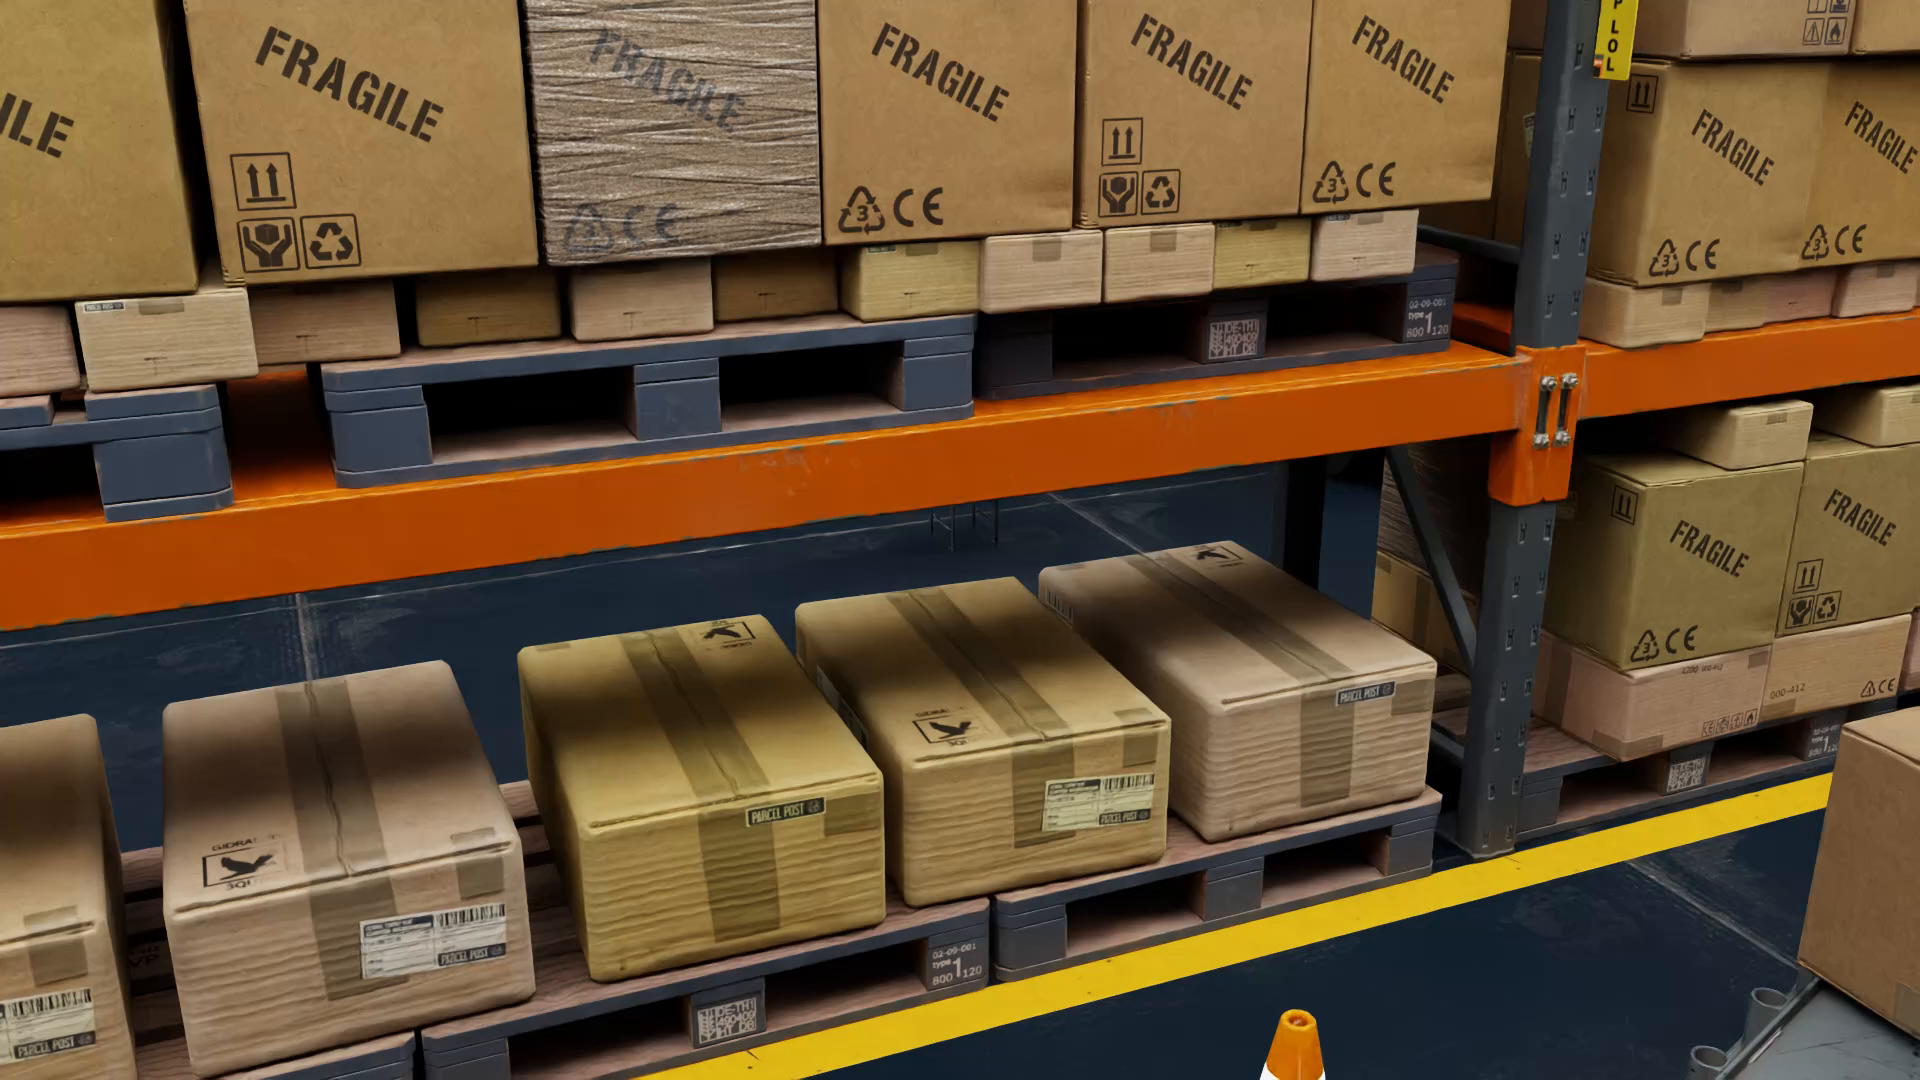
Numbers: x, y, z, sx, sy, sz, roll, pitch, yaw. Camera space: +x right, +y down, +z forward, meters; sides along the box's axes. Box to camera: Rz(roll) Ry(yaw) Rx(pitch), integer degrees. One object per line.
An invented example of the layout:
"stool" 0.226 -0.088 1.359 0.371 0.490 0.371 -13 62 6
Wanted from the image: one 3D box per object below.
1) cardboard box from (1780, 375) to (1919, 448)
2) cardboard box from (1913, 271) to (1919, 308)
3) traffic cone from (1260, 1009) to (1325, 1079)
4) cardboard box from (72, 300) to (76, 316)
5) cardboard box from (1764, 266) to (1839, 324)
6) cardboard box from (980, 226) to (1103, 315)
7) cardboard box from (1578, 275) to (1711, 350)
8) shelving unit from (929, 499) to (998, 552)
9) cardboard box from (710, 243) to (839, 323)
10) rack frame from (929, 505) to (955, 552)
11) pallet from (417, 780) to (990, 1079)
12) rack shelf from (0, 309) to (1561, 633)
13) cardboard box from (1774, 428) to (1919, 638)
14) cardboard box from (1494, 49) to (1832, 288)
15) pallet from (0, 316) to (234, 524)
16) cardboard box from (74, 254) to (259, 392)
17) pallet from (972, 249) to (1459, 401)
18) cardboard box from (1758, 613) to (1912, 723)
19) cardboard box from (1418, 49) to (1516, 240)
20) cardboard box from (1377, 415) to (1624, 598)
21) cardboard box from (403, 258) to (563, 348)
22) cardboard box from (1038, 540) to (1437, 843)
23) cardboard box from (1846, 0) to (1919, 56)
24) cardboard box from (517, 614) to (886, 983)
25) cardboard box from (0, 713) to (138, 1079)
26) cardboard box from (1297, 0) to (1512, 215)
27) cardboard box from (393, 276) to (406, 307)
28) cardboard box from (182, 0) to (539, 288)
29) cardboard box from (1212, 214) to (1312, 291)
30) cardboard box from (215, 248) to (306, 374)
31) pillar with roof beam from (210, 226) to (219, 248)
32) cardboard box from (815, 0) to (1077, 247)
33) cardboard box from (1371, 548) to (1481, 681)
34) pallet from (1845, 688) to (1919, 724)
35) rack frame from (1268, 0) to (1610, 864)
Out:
"cardboard box" 2.419 -0.380 4.487 0.250 0.149 0.380 -7 21 -20
"cardboard box" 2.493 -0.743 4.493 0.250 0.149 0.380 -8 21 -22
"traffic cone" 0.577 1.029 2.903 0.334 0.463 0.336 -8 21 -22
"cardboard box" -1.873 -0.530 3.257 0.250 0.149 0.380 -8 21 -22
"cardboard box" 2.020 -0.676 4.304 0.250 0.149 0.380 -8 21 -22
"cardboard box" 0.093 -0.577 3.389 0.250 0.149 0.380 -8 21 -21
"cardboard box" 1.577 -0.583 4.039 0.250 0.149 0.380 -8 21 -22
"shelving unit" 0.013 -0.568 6.328 0.189 1.200 0.258 -8 21 -22
"cardboard box" -0.428 -0.552 3.320 0.250 0.149 0.380 -9 21 -24
"rack frame" -0.071 -0.556 6.294 0.006 1.200 0.240 -8 21 -22
"pallet" -0.676 0.822 3.869 1.213 0.211 1.003 -8 21 -22
"rack shelf" -0.676 -0.155 3.529 4.000 0.370 1.077 -8 21 -22
"cardboard box" 2.296 -0.082 4.616 0.500 0.500 0.500 -7 21 -20
"cardboard box" 1.675 -0.918 4.014 0.500 0.500 0.500 -8 21 -22
"pallet" -1.900 -0.267 3.053 1.003 0.211 1.213 -8 21 -22
"cardboard box" -1.337 -0.376 2.819 0.250 0.149 0.380 -8 21 -22
"pallet" 0.401 -0.611 4.029 1.213 0.211 1.003 -8 21 -22
"cardboard box" 2.295 0.272 4.740 0.500 0.250 0.500 -7 21 -19
"cardboard box" 1.470 -1.079 4.472 0.500 0.500 0.500 -9 21 -23
"cardboard box" 1.598 -0.172 4.873 0.500 0.500 0.500 -8 21 -23
"cardboard box" -0.903 -0.480 3.116 0.250 0.149 0.380 -7 21 -20
"cardboard box" 0.680 0.354 4.326 0.625 0.372 0.950 -8 21 -21
"cardboard box" 2.128 -1.469 4.073 0.500 0.500 0.700 -8 21 -22
"cardboard box" -0.617 0.541 3.793 0.625 0.372 0.950 -7 21 -20
"cardboard box" -1.989 0.739 3.232 0.625 0.372 0.950 -10 22 -26
"cardboard box" 0.827 -1.012 3.650 0.500 0.500 0.500 -9 21 -23
"cardboard box" -1.111 -0.596 3.443 0.250 0.149 0.380 -8 21 -22
"cardboard box" -1.047 -0.748 2.900 0.500 0.500 0.500 -8 21 -21
"cardboard box" 0.548 -0.656 3.614 0.250 0.149 0.380 -9 21 -24
"cardboard box" -3.307 -0.989 7.757 0.625 0.625 0.875 -7 21 -20
"pillar with roof beam" -1.936 -3.708 3.503 0.400 9.000 9.100 -8 21 -22
"cardboard box" -0.104 -0.881 3.276 0.500 0.500 0.500 -7 21 -20
"cardboard box" 1.597 0.182 4.998 0.500 0.250 0.500 -7 21 -19
"pallet" 2.885 0.297 5.361 1.213 0.211 1.003 -8 21 -22
"rack frame" 1.161 -0.758 4.157 0.127 3.000 1.000 -8 21 -22
